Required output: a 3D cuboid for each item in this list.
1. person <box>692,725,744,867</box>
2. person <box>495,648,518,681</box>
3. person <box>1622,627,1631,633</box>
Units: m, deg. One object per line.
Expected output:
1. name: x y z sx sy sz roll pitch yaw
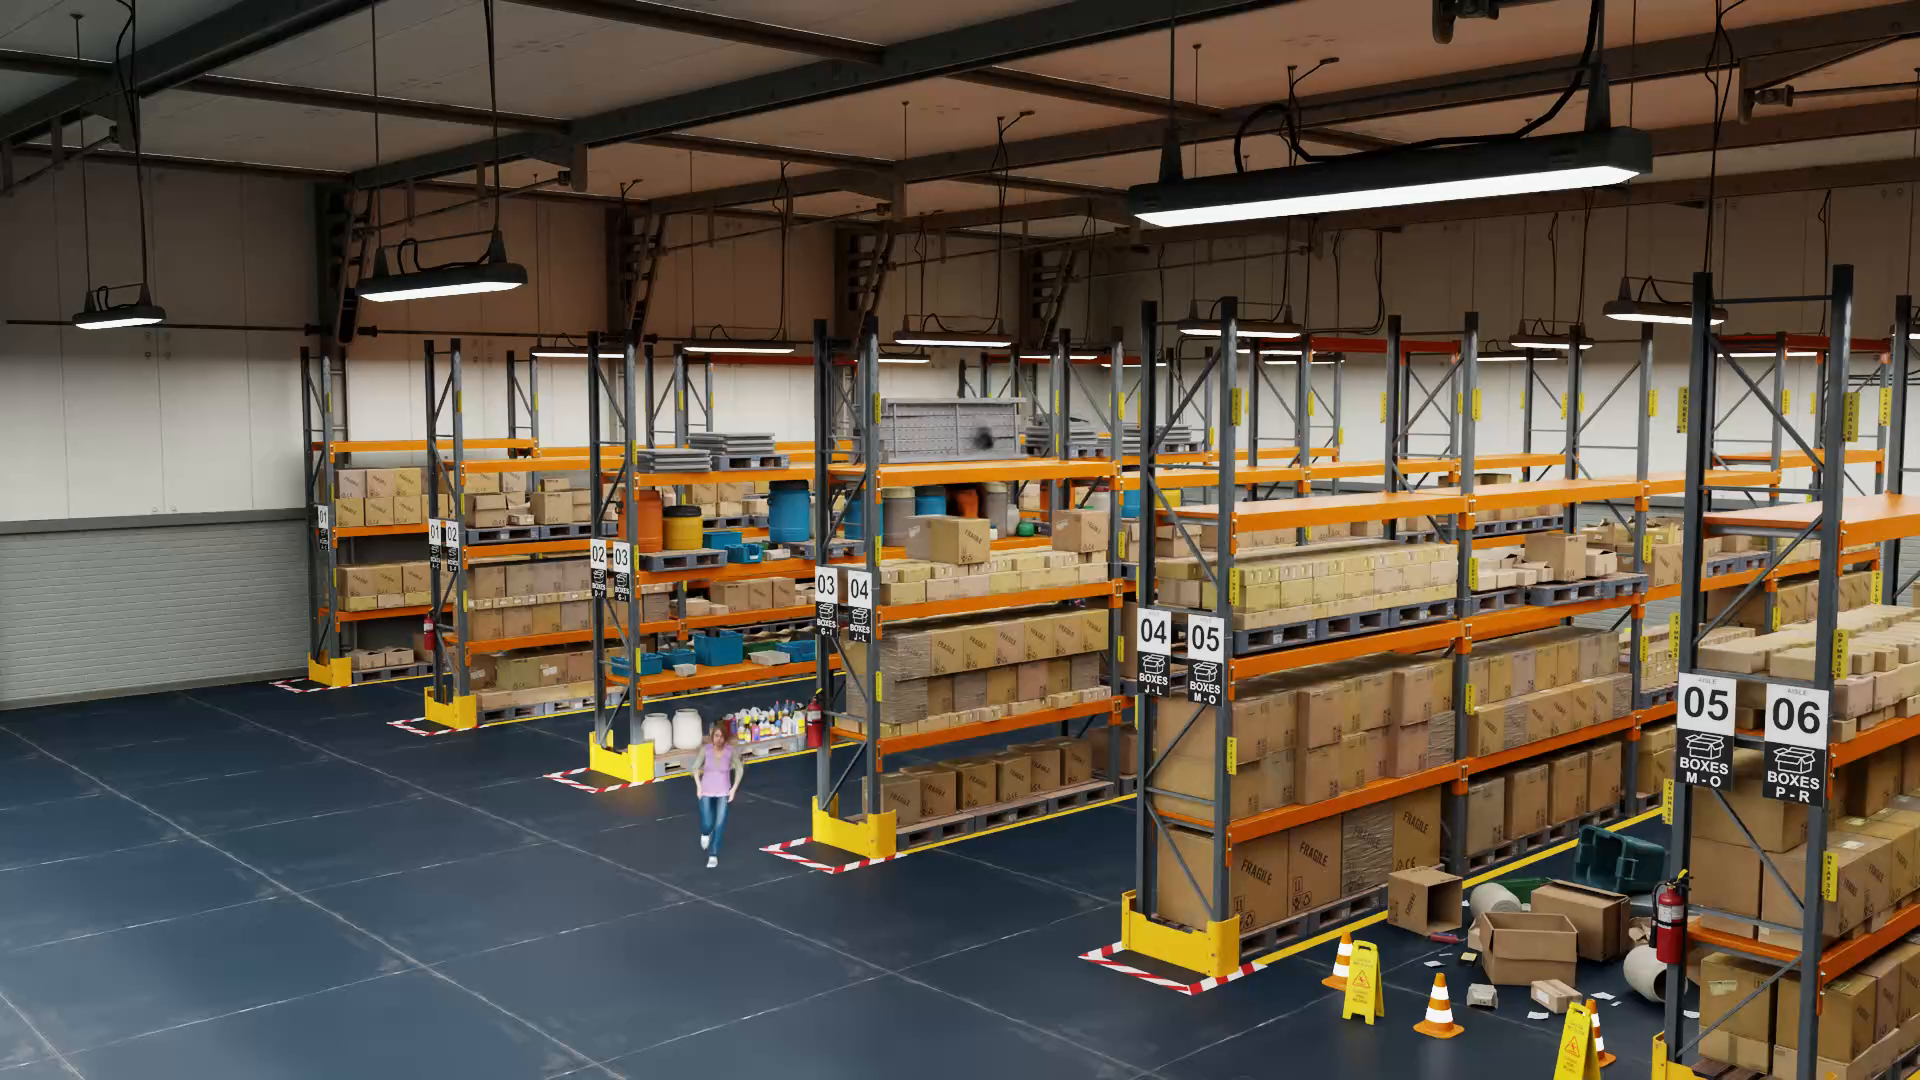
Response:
1. person: -2.669 2.783 18.330 0.561 1.556 0.581 -1 5 -13
2. person: -7.650 1.789 28.599 1.141 1.775 0.666 -5 7 -42
3. person: 10.051 2.129 24.988 0.685 1.683 0.745 4 6 39
